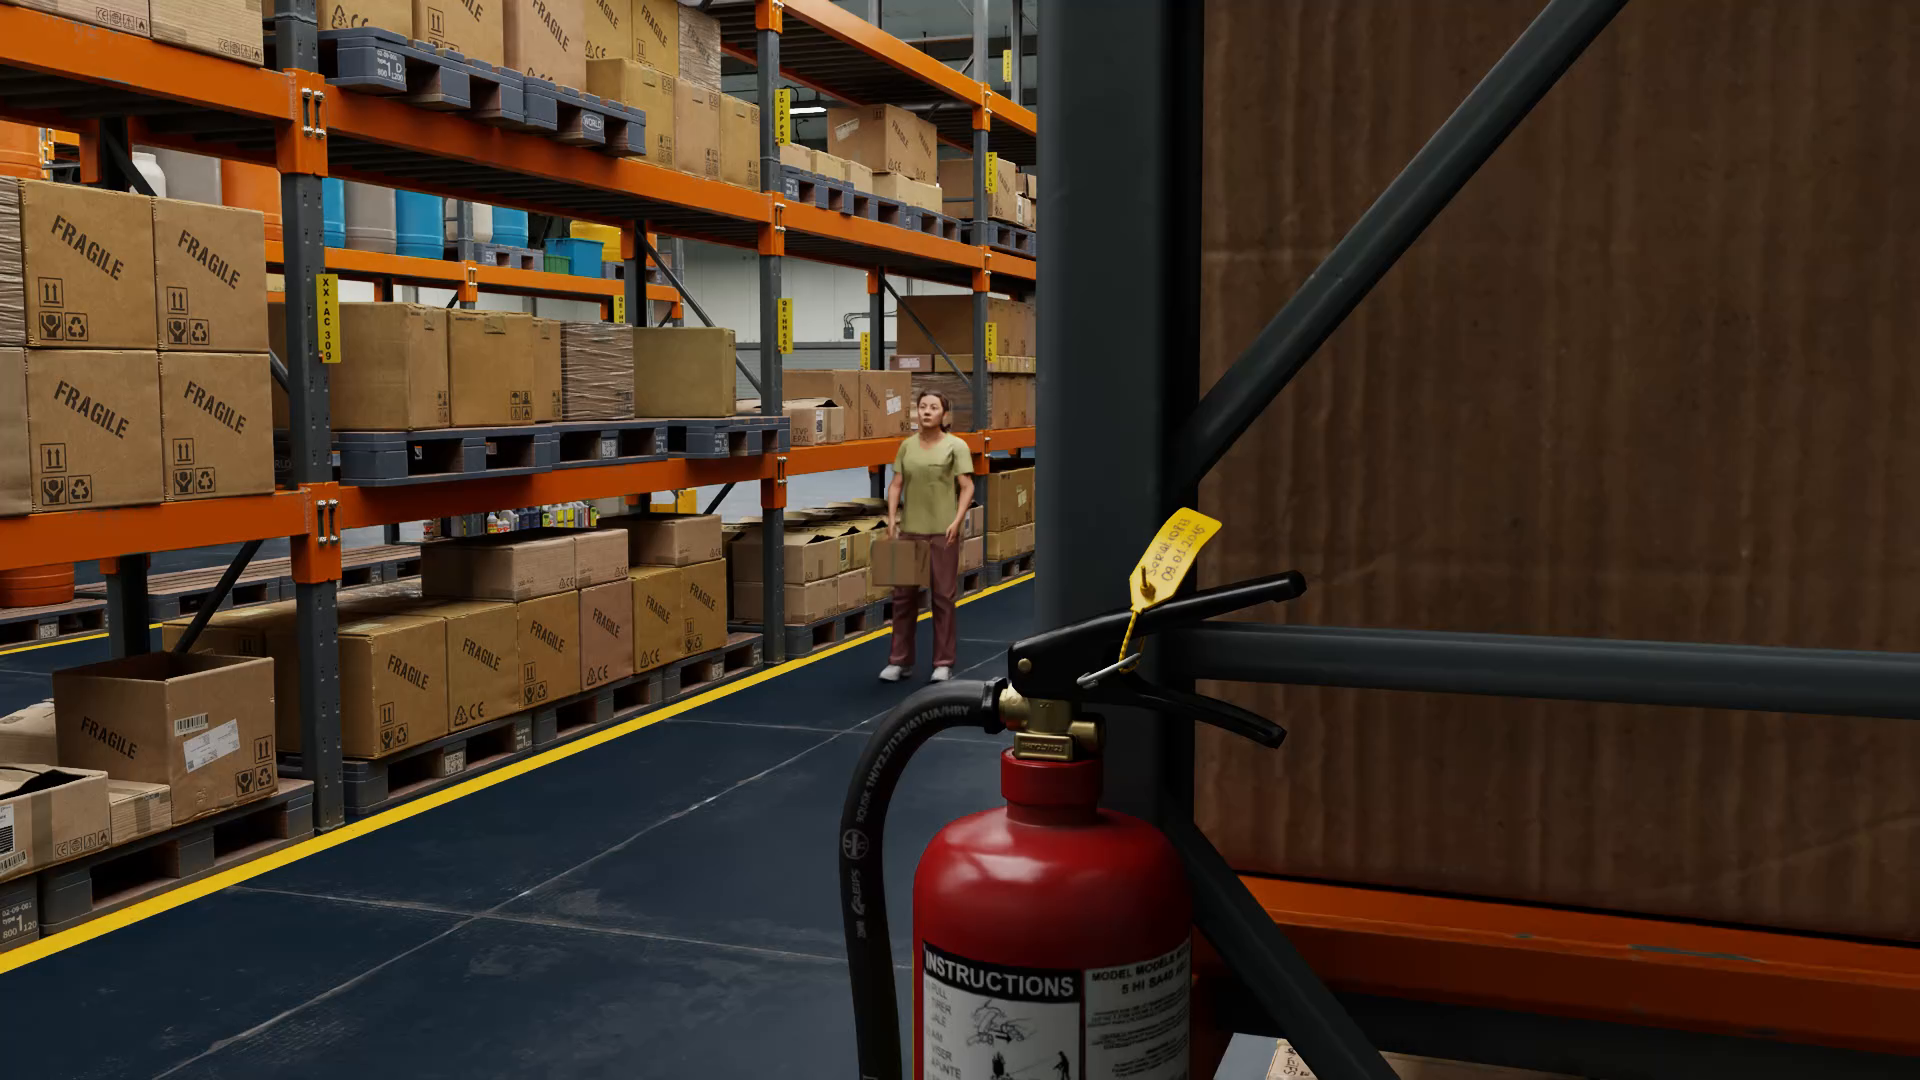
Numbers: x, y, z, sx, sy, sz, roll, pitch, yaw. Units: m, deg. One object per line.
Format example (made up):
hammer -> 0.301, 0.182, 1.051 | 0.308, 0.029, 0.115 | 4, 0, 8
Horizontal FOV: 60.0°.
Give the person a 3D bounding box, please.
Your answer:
person -> -0.177, -0.029, 9.504 | 0.519, 1.675, 0.394 | 2, 6, 19
